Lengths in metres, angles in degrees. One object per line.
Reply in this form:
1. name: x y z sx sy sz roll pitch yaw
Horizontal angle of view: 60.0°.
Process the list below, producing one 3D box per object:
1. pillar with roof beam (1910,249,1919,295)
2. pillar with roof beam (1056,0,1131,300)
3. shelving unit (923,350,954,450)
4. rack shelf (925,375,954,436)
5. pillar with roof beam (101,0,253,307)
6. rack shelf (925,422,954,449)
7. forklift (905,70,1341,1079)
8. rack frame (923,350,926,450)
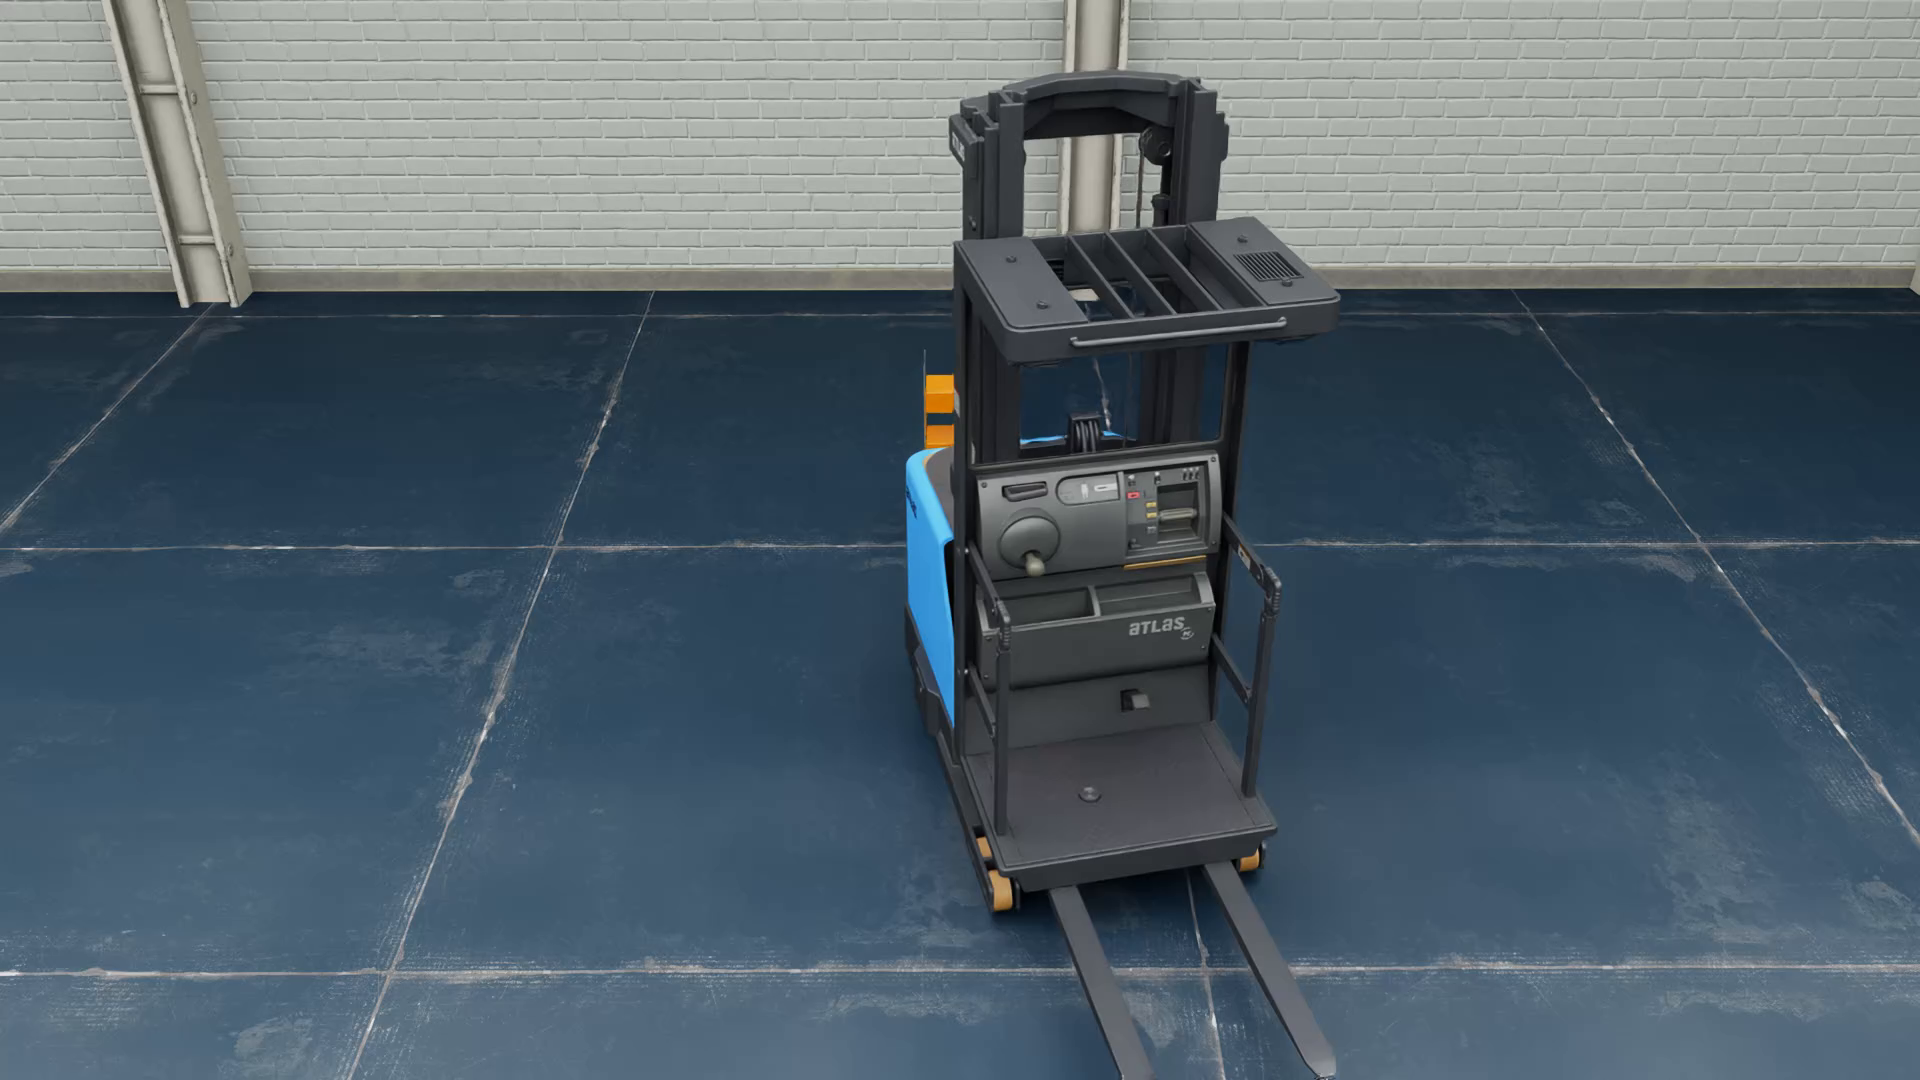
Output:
1. pillar with roof beam: 6.891 -3.324 5.554 0.400 9.000 9.100 0 31 0
2. pillar with roof beam: 0.891 -3.306 5.523 0.400 9.000 9.100 0 31 0
3. shelving unit: -0.054 -0.449 8.477 0.252 1.050 0.215 0 31 0
4. rack shelf: -0.054 -0.682 8.336 0.240 0.259 0.215 0 31 0
5. pillar with roof beam: -5.109 -3.287 5.492 0.400 9.000 9.100 0 31 0
6. rack shelf: -0.054 -0.440 8.483 0.240 0.259 0.215 0 31 0
7. forklift: 0.573 -0.041 5.992 1.130 2.935 3.031 -7 32 -11
8. rack frame: -0.176 -0.448 8.477 0.008 1.050 0.200 0 31 0
